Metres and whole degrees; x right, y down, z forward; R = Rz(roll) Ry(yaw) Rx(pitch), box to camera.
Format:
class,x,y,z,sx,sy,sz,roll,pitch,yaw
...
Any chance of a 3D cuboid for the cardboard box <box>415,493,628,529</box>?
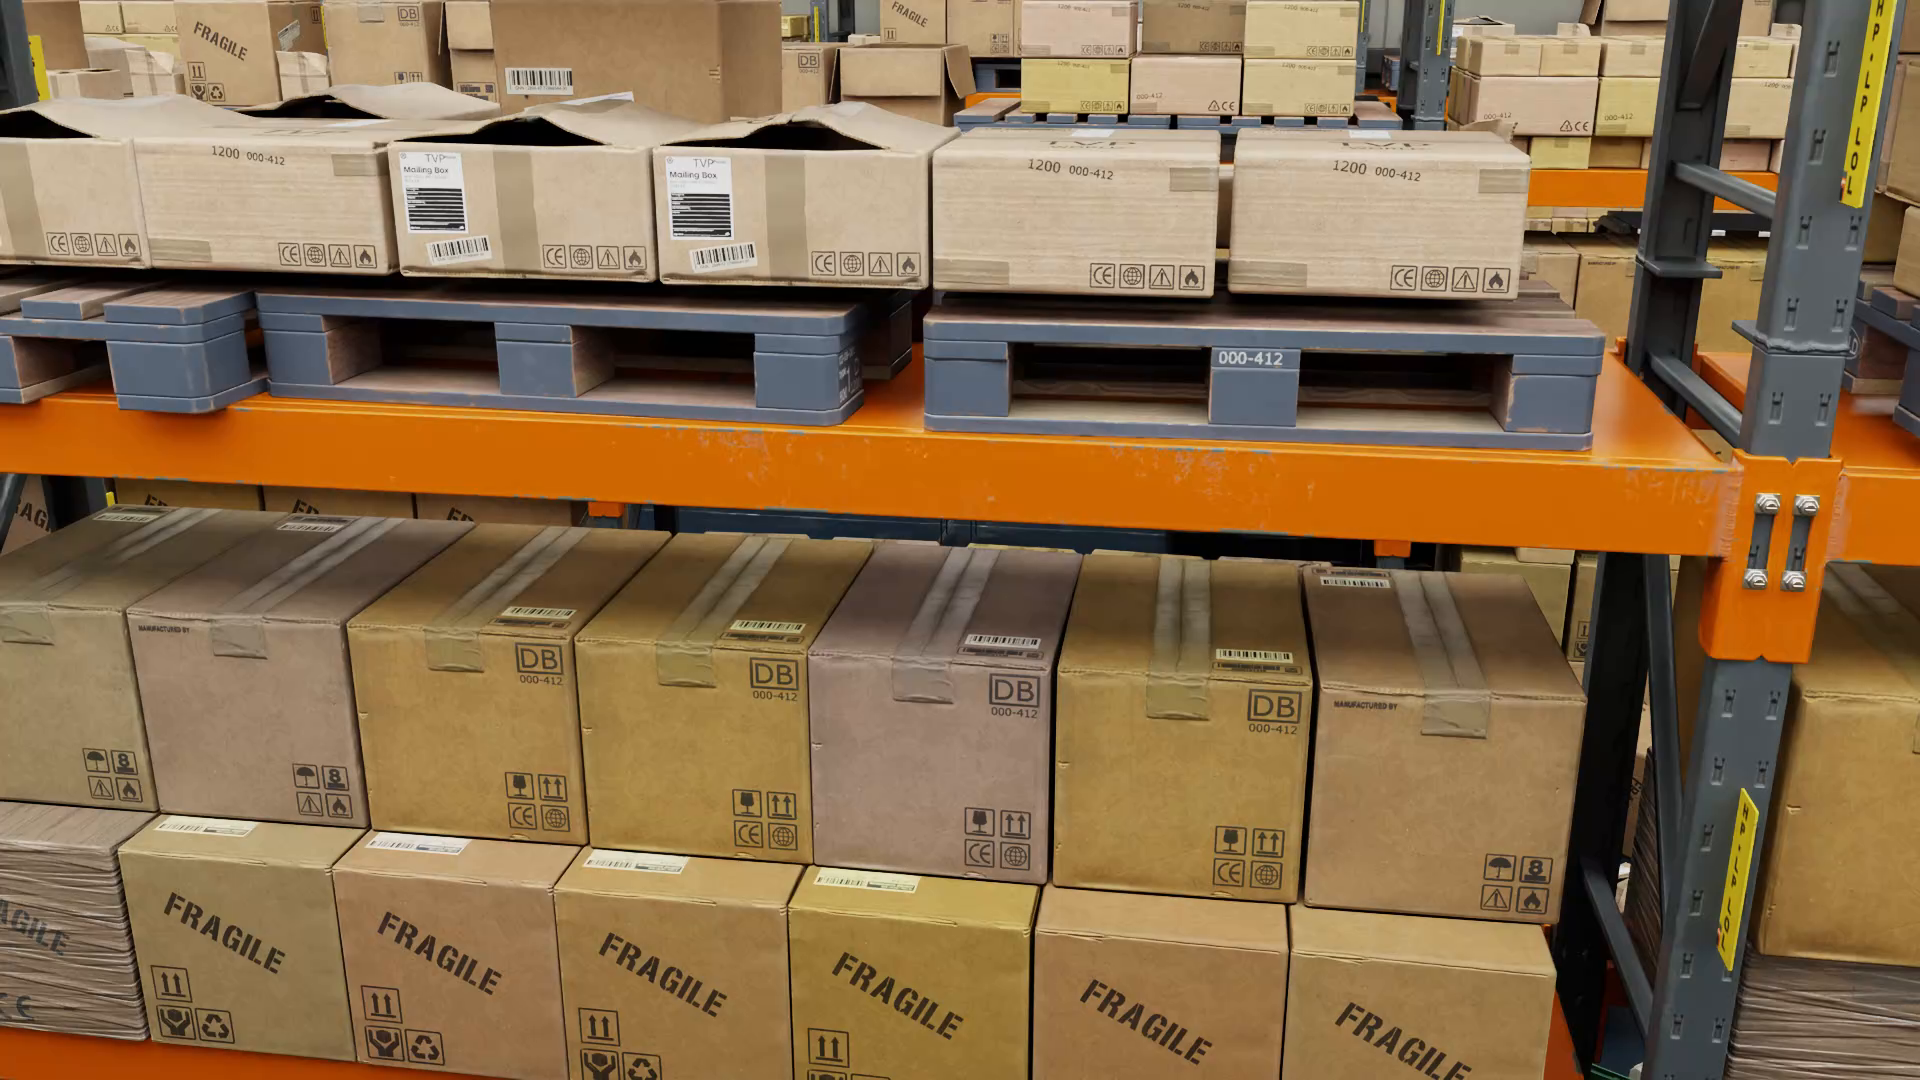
class,x,y,z,sx,sy,sz,roll,pitch,yaw
cardboard box,-2.443,-0.050,9.413,0.875,0.875,0.875,3,19,8

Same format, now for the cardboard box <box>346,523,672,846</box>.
class,x,y,z,sx,sy,sz,roll,pitch,yaw
cardboard box,-1.012,0.312,3.909,0.500,0.500,0.700,3,19,8

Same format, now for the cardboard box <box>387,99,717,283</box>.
class,x,y,z,sx,sy,sz,roll,pitch,yaw
cardboard box,-0.778,-0.712,3.299,0.500,0.311,0.500,3,19,8

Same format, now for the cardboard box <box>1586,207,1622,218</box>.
class,x,y,z,sx,sy,sz,roll,pitch,yaw
cardboard box,4.760,-2.492,12.375,0.250,0.149,0.380,3,19,9

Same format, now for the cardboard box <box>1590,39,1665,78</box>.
class,x,y,z,sx,sy,sz,roll,pitch,yaw
cardboard box,2.955,-2.140,7.383,0.250,0.149,0.380,2,19,7

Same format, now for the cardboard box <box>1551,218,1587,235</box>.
class,x,y,z,sx,sy,sz,roll,pitch,yaw
cardboard box,4.491,-2.335,12.375,0.250,0.149,0.380,2,19,7

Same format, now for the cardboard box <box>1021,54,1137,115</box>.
class,x,y,z,sx,sy,sz,roll,pitch,yaw
cardboard box,0.573,-2.184,7.951,0.500,0.250,0.500,3,19,9

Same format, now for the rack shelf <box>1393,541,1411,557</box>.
class,x,y,z,sx,sy,sz,roll,pitch,yaw
rack shelf,4.150,-0.155,8.172,4.000,0.370,1.077,3,19,9

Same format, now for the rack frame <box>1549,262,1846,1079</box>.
class,x,y,z,sx,sy,sz,roll,pitch,yaw
rack frame,1.490,0.959,3.709,0.127,3.000,1.000,3,19,9

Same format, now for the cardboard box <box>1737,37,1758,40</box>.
class,x,y,z,sx,sy,sz,roll,pitch,yaw
cardboard box,3.554,-2.283,7.811,0.250,0.149,0.380,3,19,8

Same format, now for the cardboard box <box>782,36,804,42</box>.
class,x,y,z,sx,sy,sz,roll,pitch,yaw
cardboard box,-1.379,-3.836,12.921,0.250,0.149,0.380,3,19,10

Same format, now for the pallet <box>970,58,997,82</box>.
class,x,y,z,sx,sy,sz,roll,pitch,yaw
pallet,-0.306,-3.680,13.144,1.003,0.211,1.213,4,19,11

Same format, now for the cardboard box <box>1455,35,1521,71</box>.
class,x,y,z,sx,sy,sz,roll,pitch,yaw
cardboard box,2.523,-2.331,7.953,0.250,0.149,0.380,3,19,10

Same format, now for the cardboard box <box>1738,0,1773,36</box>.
class,x,y,z,sx,sy,sz,roll,pitch,yaw
cardboard box,5.437,-3.696,11.917,0.500,0.500,0.700,3,19,9

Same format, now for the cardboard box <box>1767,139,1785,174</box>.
class,x,y,z,sx,sy,sz,roll,pitch,yaw
cardboard box,3.703,-1.715,7.370,0.250,0.149,0.380,3,19,8

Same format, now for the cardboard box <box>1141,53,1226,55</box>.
class,x,y,z,sx,sy,sz,roll,pitch,yaw
cardboard box,1.161,-2.327,8.379,0.500,0.250,0.500,3,19,8

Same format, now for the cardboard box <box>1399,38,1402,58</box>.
class,x,y,z,sx,sy,sz,roll,pitch,yaw
cardboard box,3.354,-3.584,12.137,0.250,0.149,0.380,3,19,10

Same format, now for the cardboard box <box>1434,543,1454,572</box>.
class,x,y,z,sx,sy,sz,roll,pitch,yaw
cardboard box,2.802,0.098,8.772,0.500,0.500,0.500,3,19,8

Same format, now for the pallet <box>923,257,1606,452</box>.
class,x,y,z,sx,sy,sz,roll,pitch,yaw
pallet,0.577,-0.403,3.355,1.217,0.209,0.805,2,19,6

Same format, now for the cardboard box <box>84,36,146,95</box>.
class,x,y,z,sx,sy,sz,roll,pitch,yaw
cardboard box,-4.820,-2.600,9.098,0.500,0.311,0.500,3,19,9

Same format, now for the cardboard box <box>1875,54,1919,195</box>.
class,x,y,z,sx,sy,sz,roll,pitch,yaw
cardboard box,2.016,-0.835,3.293,0.500,0.250,0.500,3,19,8

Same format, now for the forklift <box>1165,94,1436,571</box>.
class,x,y,z,sx,sy,sz,roll,pitch,yaw
forklift,2.871,-1.248,10.415,3.031,2.935,1.130,3,19,7

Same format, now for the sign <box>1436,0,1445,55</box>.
class,x,y,z,sx,sy,sz,roll,pitch,yaw
sign,2.091,-2.277,7.218,0.005,0.325,0.100,3,19,9

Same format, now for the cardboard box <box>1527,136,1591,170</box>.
class,x,y,z,sx,sy,sz,roll,pitch,yaw
cardboard box,2.693,-1.776,7.552,0.250,0.149,0.380,3,19,9

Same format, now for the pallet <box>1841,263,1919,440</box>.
class,x,y,z,sx,sy,sz,roll,pitch,yaw
pallet,2.296,-0.377,3.114,1.213,0.211,1.003,3,19,9

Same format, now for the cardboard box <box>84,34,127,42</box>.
class,x,y,z,sx,sy,sz,roll,pitch,yaw
cardboard box,-6.972,-4.073,13.788,0.500,0.250,0.500,3,19,8

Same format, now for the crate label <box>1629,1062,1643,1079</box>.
class,x,y,z,sx,sy,sz,roll,pitch,yaw
crate label,2.404,1.848,5.563,0.250,0.136,0.298,-11,21,-29

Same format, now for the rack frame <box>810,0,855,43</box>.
class,x,y,z,sx,sy,sz,roll,pitch,yaw
rack frame,-0.991,-5.198,12.657,0.127,3.000,1.000,3,19,9

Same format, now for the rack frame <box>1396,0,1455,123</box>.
class,x,y,z,sx,sy,sz,roll,pitch,yaw
rack frame,2.175,-3.442,7.407,0.127,3.000,1.000,3,19,9

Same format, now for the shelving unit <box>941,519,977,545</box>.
class,x,y,z,sx,sy,sz,roll,pitch,yaw
shelving unit,-0.008,-0.427,11.162,0.210,0.900,0.258,3,19,9

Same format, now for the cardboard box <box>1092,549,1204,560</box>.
class,x,y,z,sx,sy,sz,roll,pitch,yaw
cardboard box,0.946,0.390,8.891,0.625,0.372,0.950,4,19,12

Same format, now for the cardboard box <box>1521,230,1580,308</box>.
class,x,y,z,sx,sy,sz,roll,pitch,yaw
cardboard box,2.575,-1.169,7.868,0.500,0.500,0.700,3,19,8

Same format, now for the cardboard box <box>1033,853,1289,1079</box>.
class,x,y,z,sx,sy,sz,roll,pitch,yaw
cardboard box,0.433,0.944,3.597,0.500,0.500,0.500,3,19,8

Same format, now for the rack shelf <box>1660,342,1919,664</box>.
class,x,y,z,sx,sy,sz,roll,pitch,yaw
rack shelf,3.464,-0.021,3.046,4.000,0.370,1.077,3,19,9

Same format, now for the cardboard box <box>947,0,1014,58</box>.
class,x,y,z,sx,sy,sz,roll,pitch,yaw
cardboard box,0.200,-3.963,12.715,0.500,0.500,0.700,3,19,8

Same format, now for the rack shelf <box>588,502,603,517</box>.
class,x,y,z,sx,sy,sz,roll,pitch,yaw
rack shelf,-3.749,-0.557,9.376,4.000,0.370,1.077,3,19,9

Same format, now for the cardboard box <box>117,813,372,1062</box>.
class,x,y,z,sx,sy,sz,roll,pitch,yaw
cardboard box,-1.557,0.842,3.901,0.500,0.500,0.500,3,19,8

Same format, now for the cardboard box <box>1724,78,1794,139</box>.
class,x,y,z,sx,sy,sz,roll,pitch,yaw
cardboard box,3.569,-1.929,7.381,0.500,0.250,0.500,3,19,9

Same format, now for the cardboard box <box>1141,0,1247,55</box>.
class,x,y,z,sx,sy,sz,roll,pitch,yaw
cardboard box,1.168,-2.561,8.289,0.500,0.250,0.500,3,19,7

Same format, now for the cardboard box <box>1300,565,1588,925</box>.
class,x,y,z,sx,sy,sz,roll,pitch,yaw
cardboard box,0.999,0.415,3.604,0.500,0.500,0.700,3,19,8

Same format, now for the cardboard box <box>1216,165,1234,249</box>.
class,x,y,z,sx,sy,sz,roll,pitch,yaw
cardboard box,0.505,-0.721,3.579,0.380,0.149,0.250,3,19,9

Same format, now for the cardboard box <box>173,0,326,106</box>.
class,x,y,z,sx,sy,sz,roll,pitch,yaw
cardboard box,-3.560,-2.465,8.396,0.500,0.500,0.500,3,19,9

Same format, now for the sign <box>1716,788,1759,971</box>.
class,x,y,z,sx,sy,sz,roll,pitch,yaw
sign,1.413,0.618,3.028,0.005,0.325,0.100,3,19,9

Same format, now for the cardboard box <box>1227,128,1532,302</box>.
class,x,y,z,sx,sy,sz,roll,pitch,yaw
cardboard box,0.767,-0.624,3.131,0.500,0.250,0.500,3,19,9
